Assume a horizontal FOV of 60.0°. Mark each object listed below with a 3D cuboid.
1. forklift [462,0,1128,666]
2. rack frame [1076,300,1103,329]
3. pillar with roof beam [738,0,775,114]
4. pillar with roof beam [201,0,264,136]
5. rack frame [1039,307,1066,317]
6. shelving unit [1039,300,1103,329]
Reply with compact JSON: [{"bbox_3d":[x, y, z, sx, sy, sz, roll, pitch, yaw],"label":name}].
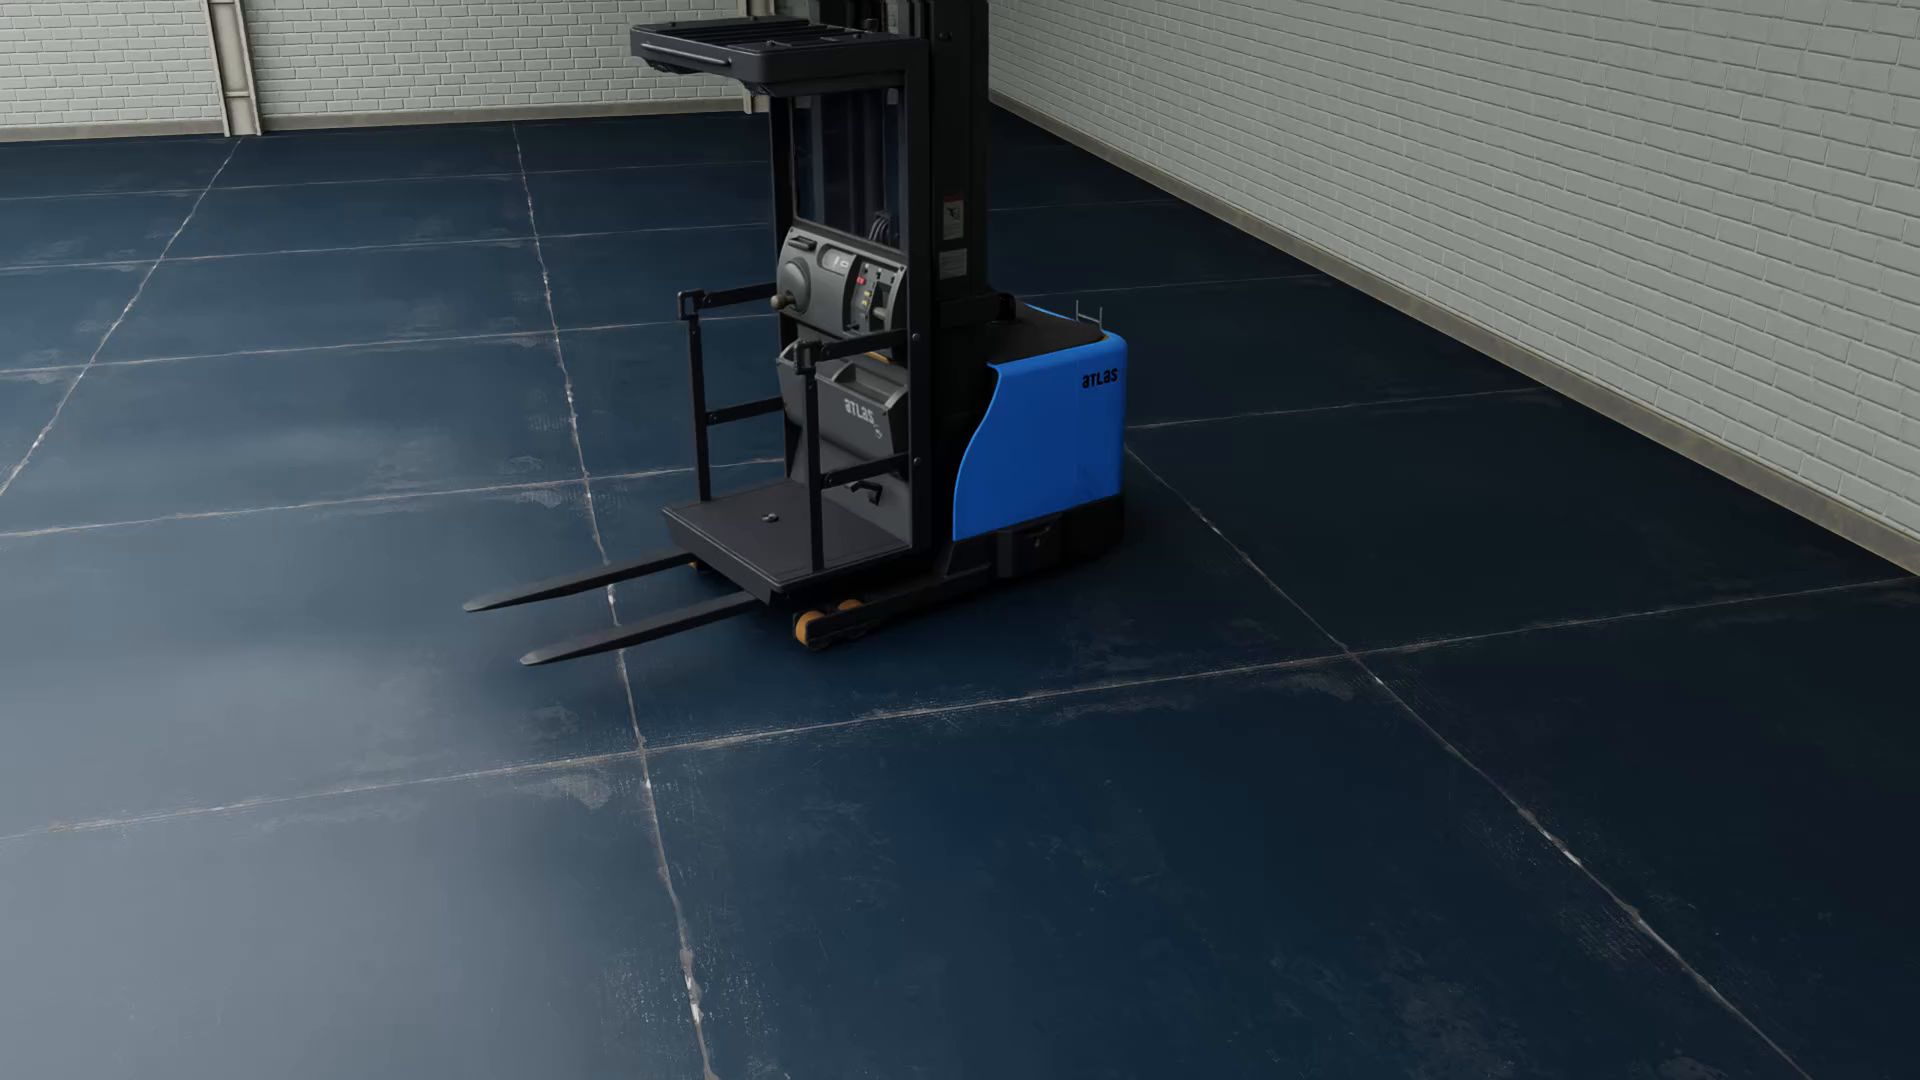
[{"bbox_3d":[-0.691,-1.110,7.119,3.031,2.935,1.130,-16,28,-33],"label":"forklift"},{"bbox_3d":[0.651,-0.703,8.558,0.008,1.050,0.200,-16,28,-33],"label":"rack frame"},{"bbox_3d":[-1.307,-7.828,15.081,0.400,9.000,9.100,-6,24,-14],"label":"pillar with roof beam"},{"bbox_3d":[-7.084,-7.189,13.592,0.400,9.000,9.100,-6,24,-14],"label":"pillar with roof beam"},{"bbox_3d":[0.455,-0.646,8.425,0.008,1.050,0.200,-16,28,-33],"label":"rack frame"},{"bbox_3d":[0.553,-0.675,8.492,0.252,1.050,0.215,-16,28,-33],"label":"shelving unit"}]
